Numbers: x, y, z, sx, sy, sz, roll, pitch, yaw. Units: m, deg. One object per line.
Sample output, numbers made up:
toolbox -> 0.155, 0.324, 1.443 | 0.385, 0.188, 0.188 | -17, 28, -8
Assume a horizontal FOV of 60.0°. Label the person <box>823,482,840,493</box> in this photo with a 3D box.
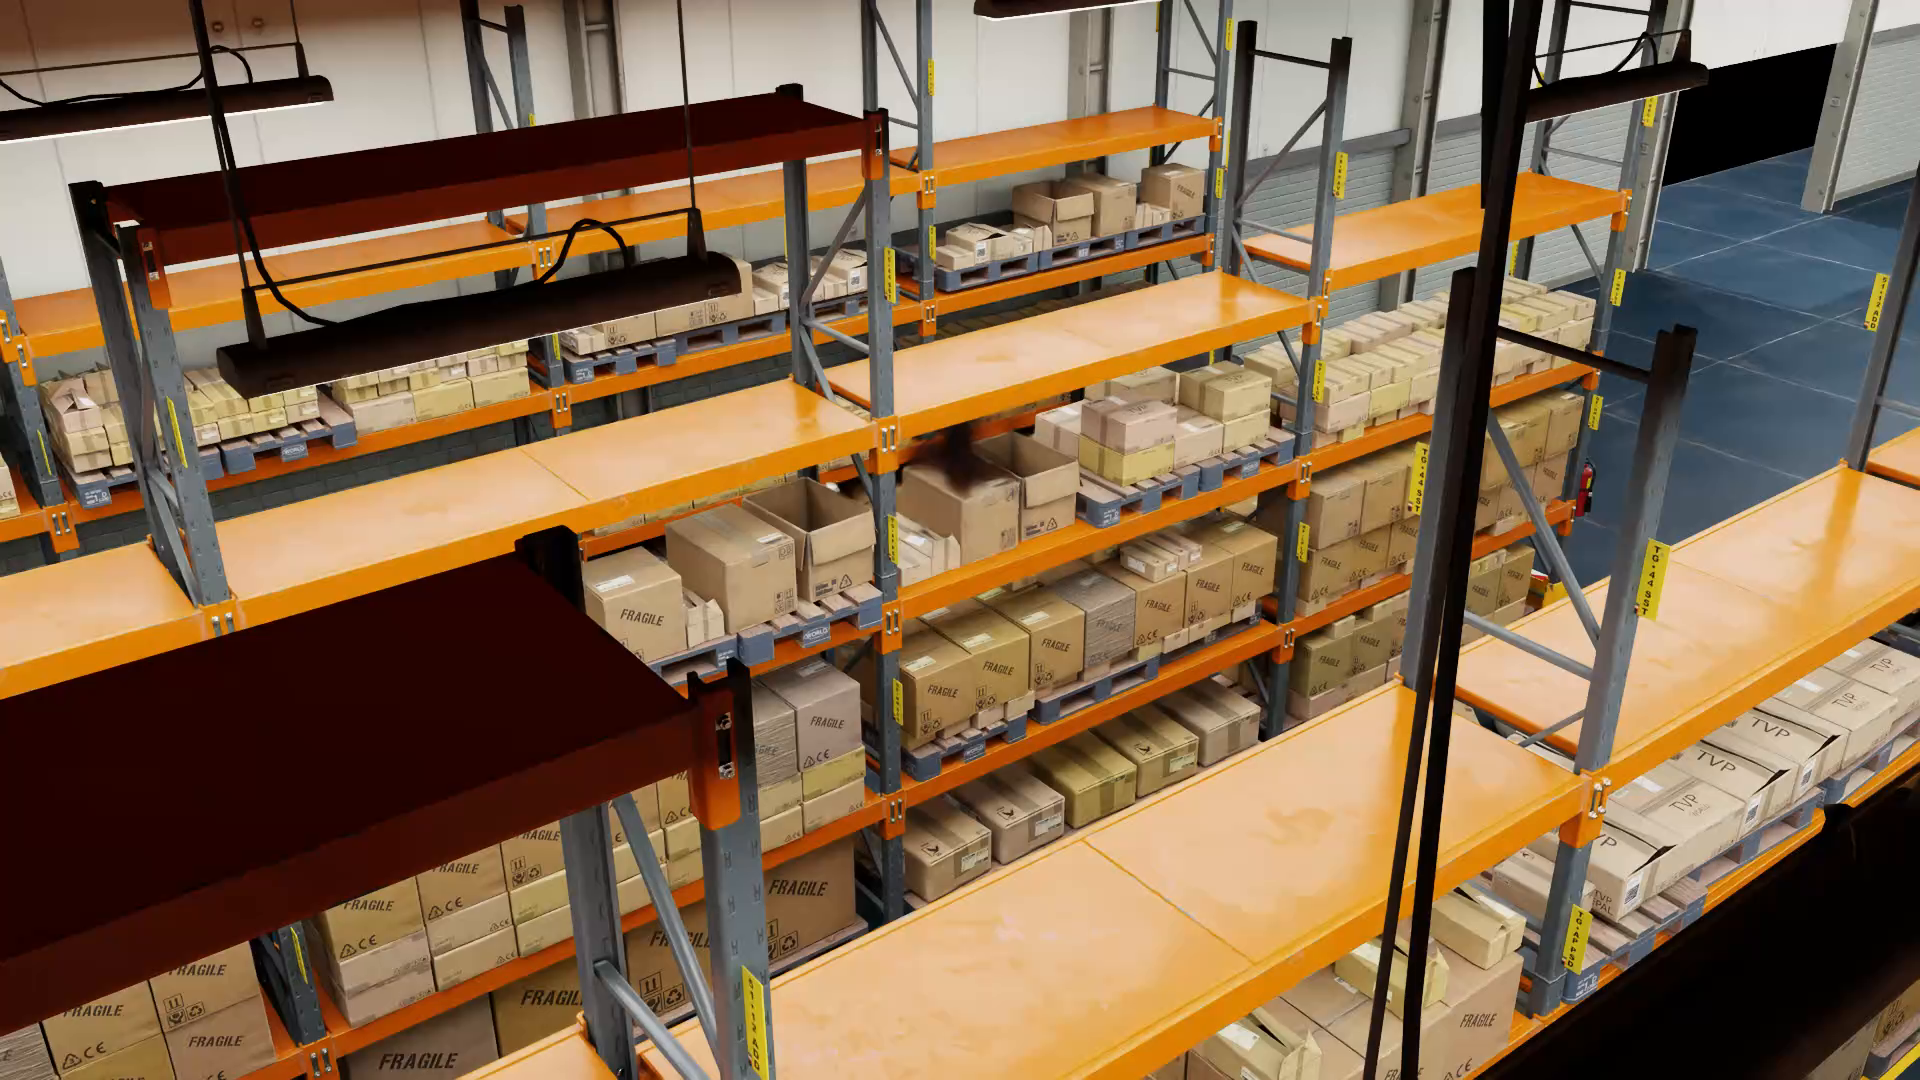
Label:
person -> -1.188, 0.299, 14.967 | 0.558, 1.703, 0.720 | 23, 34, 38
